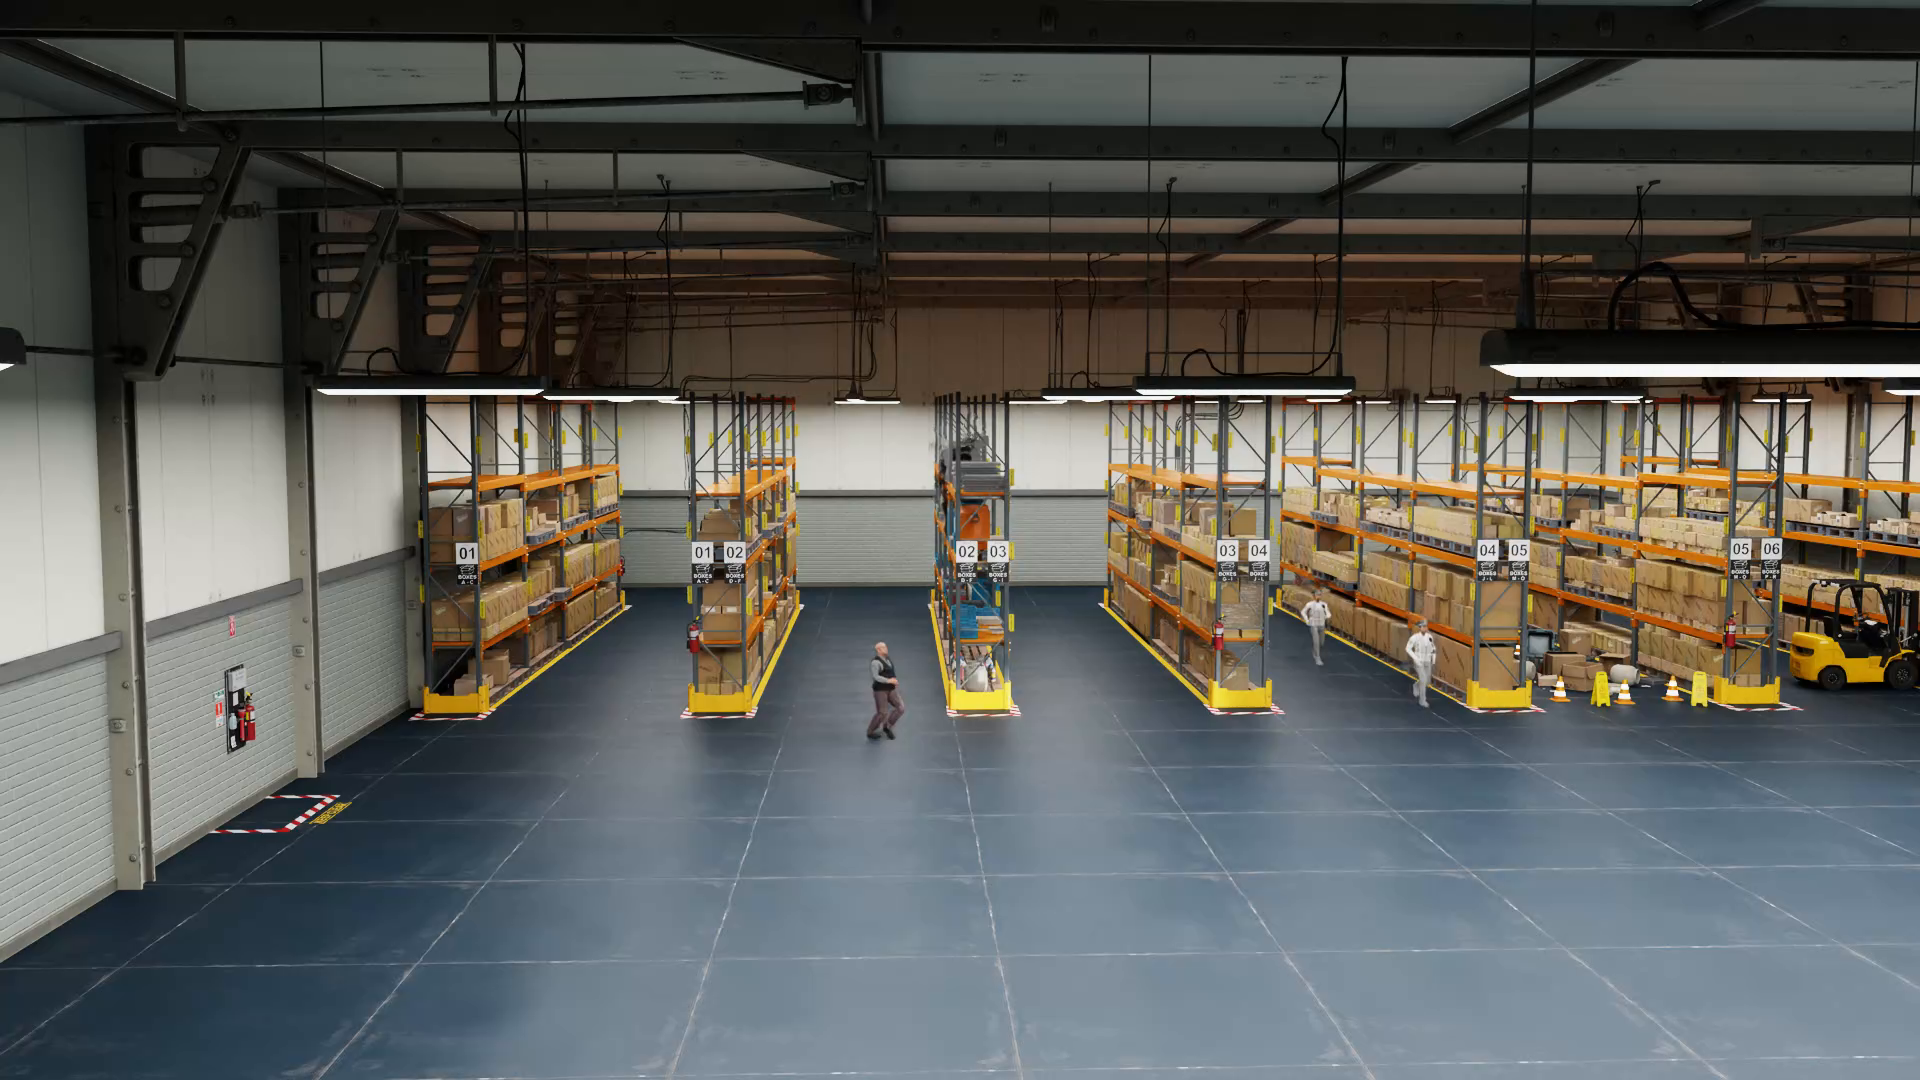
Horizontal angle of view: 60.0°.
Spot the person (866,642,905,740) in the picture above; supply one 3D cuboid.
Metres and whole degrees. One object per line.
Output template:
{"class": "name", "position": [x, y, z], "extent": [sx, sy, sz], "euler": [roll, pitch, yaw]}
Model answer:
{"class": "person", "position": [-1.287, 2.599, 28.542], "extent": [0.686, 1.712, 0.667], "euler": [3, 5, 29]}

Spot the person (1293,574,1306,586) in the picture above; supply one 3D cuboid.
{"class": "person", "position": [10.052, 0.996, 48.722], "extent": [0.780, 1.639, 0.581], "euler": [-1, 5, -9]}

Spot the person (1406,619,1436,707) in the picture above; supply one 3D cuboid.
{"class": "person", "position": [8.874, 2.343, 32.036], "extent": [0.633, 1.672, 0.627], "euler": [-1, 5, -16]}

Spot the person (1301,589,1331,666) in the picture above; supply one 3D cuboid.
{"class": "person", "position": [7.941, 1.913, 37.024], "extent": [0.624, 1.669, 0.874], "euler": [-1, 5, -7]}
